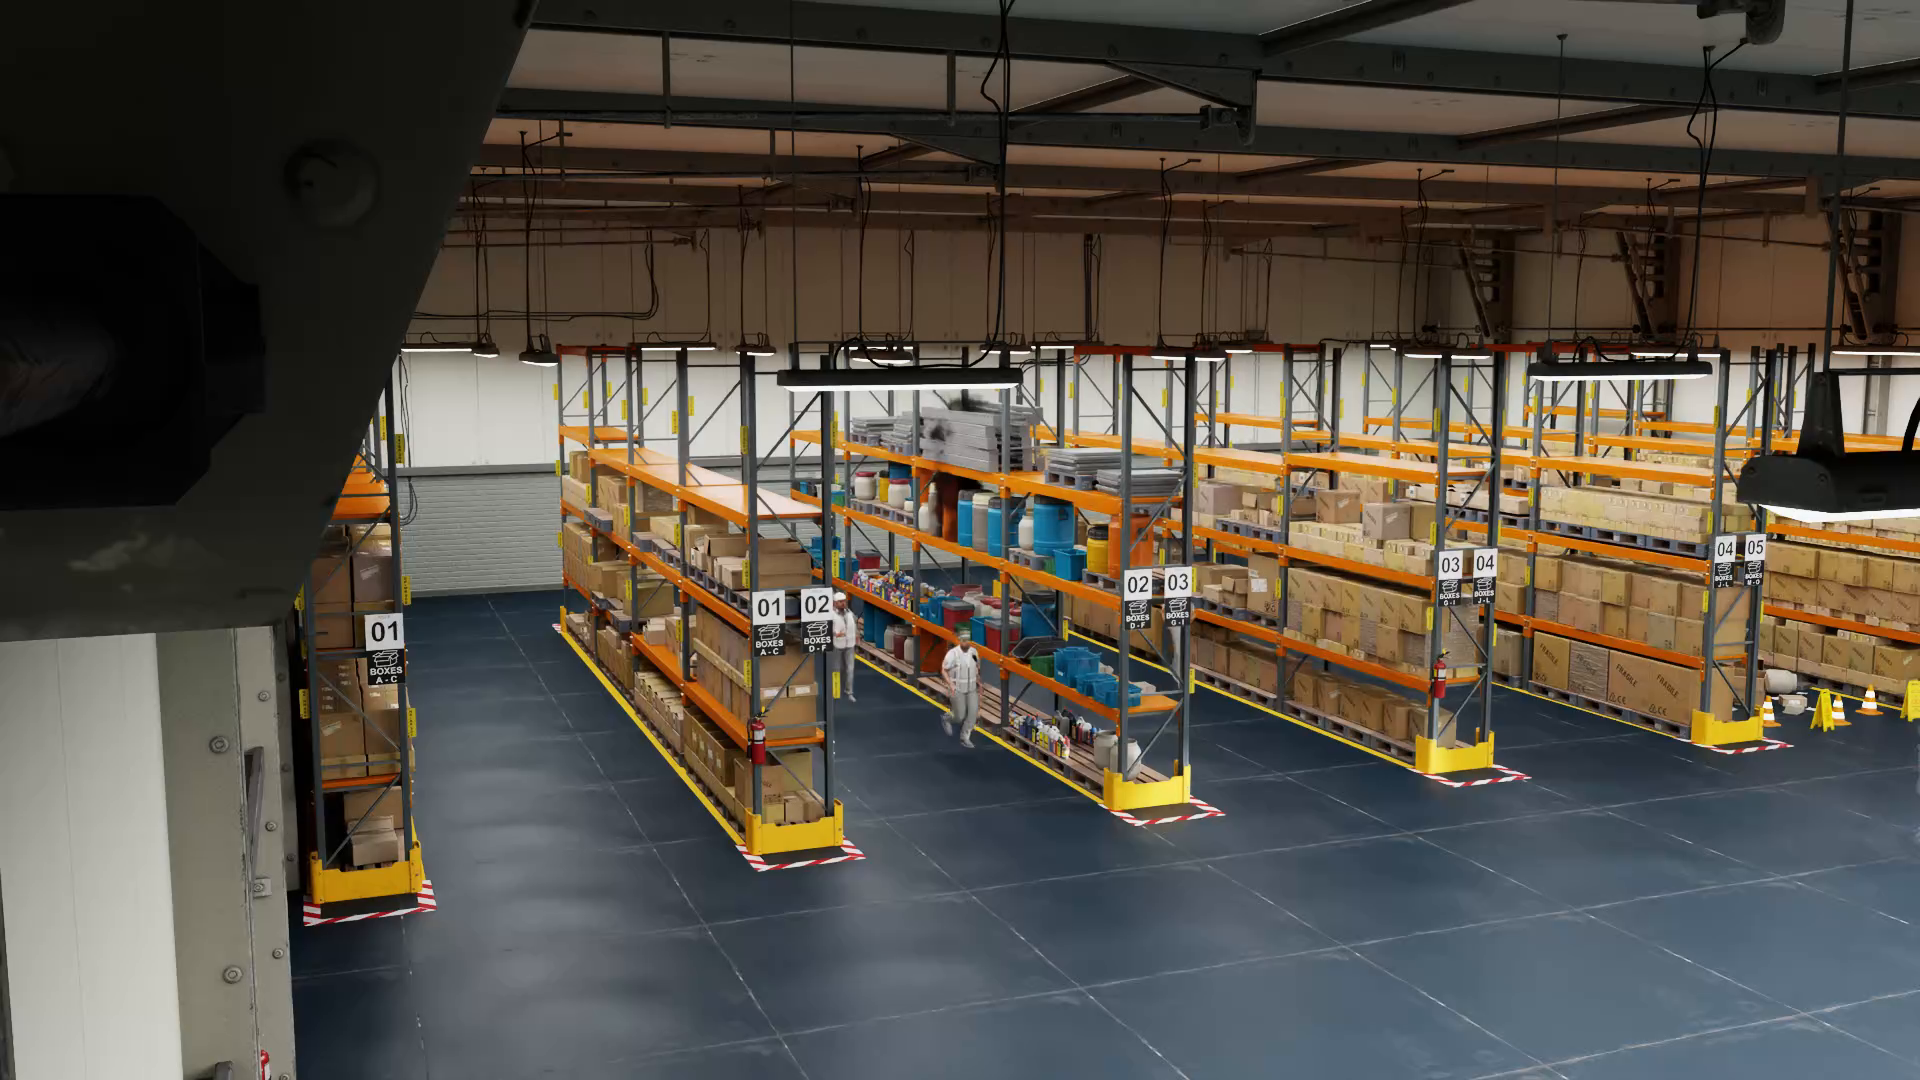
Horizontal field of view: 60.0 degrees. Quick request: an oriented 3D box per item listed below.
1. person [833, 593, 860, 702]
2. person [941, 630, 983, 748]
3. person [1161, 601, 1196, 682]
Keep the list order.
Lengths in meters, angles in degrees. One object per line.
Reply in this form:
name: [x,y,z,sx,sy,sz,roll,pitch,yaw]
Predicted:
person: [-1.913,1.743,27.080,0.670,1.777,0.815,-4,8,-28]
person: [0.014,2.142,24.335,0.650,1.734,0.656,-4,8,-28]
person: [3.768,1.615,28.402,0.569,1.728,0.677,-3,8,-22]
